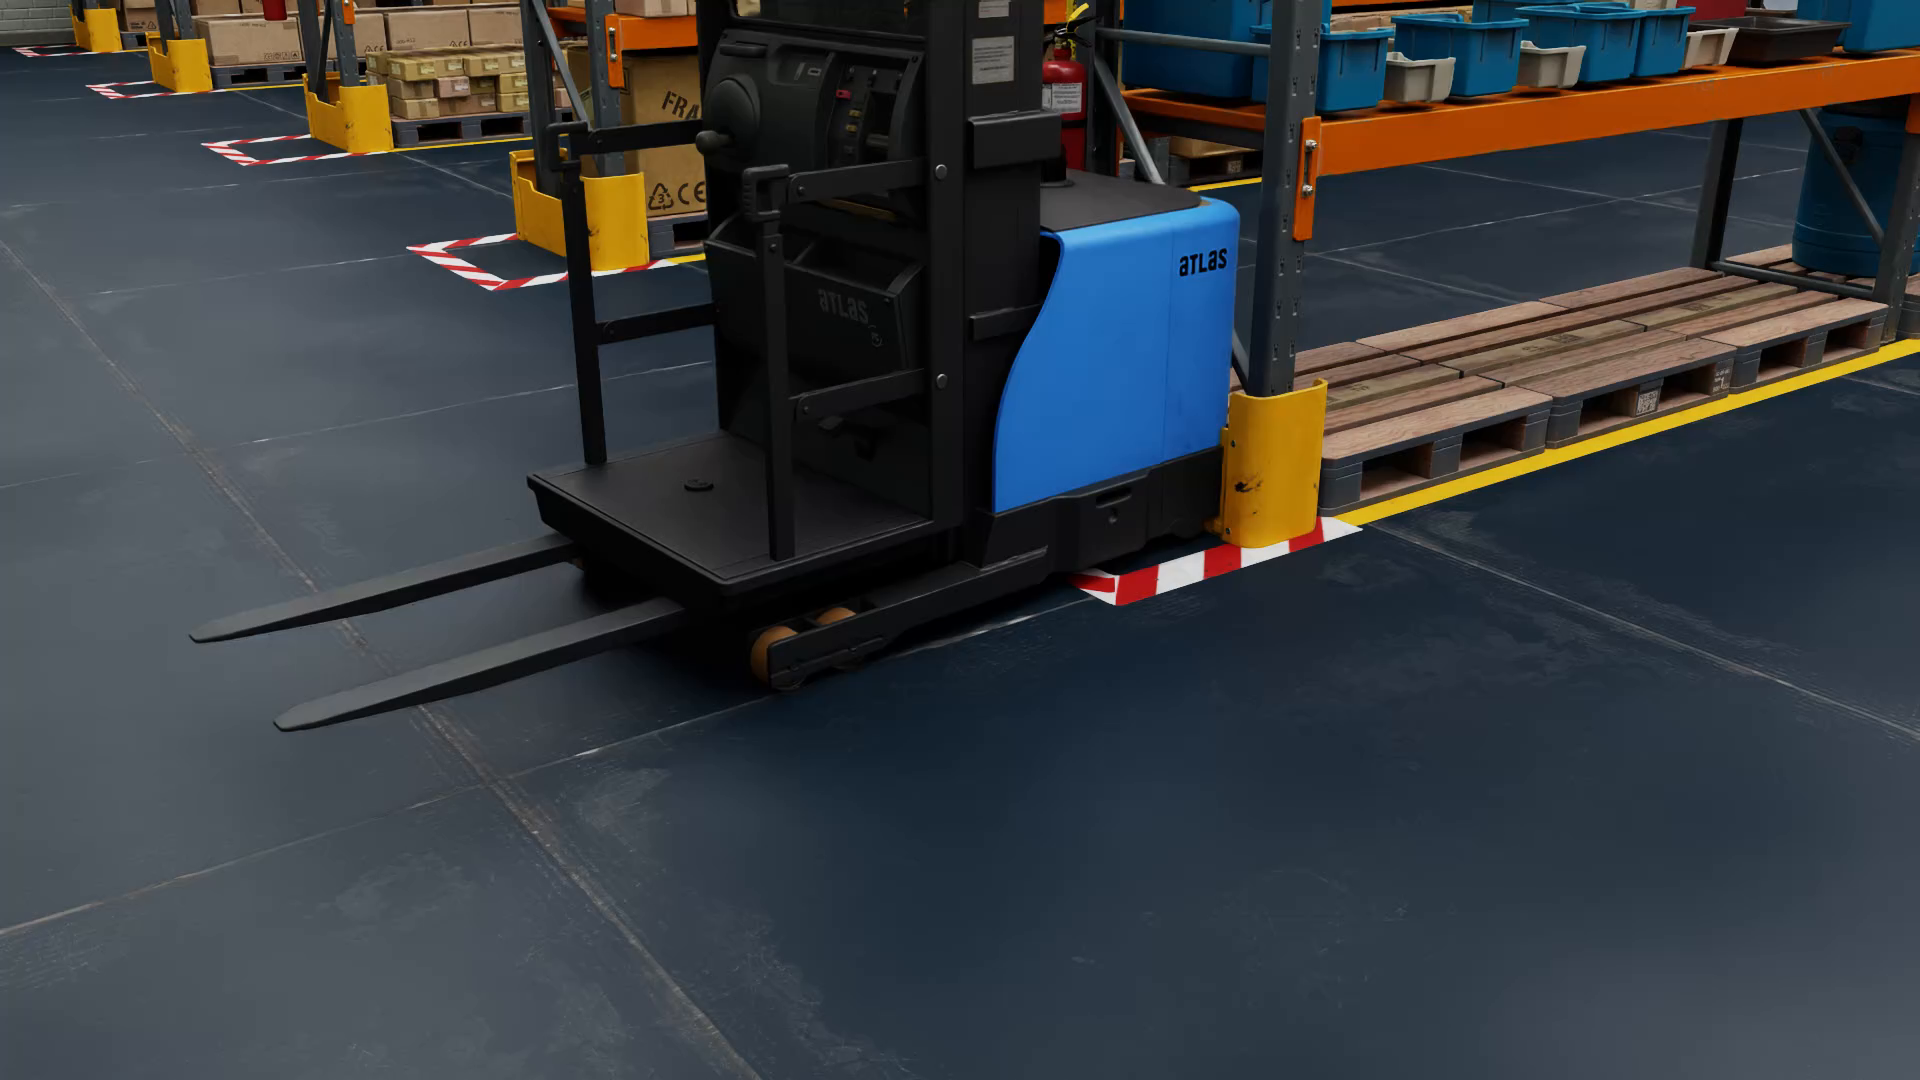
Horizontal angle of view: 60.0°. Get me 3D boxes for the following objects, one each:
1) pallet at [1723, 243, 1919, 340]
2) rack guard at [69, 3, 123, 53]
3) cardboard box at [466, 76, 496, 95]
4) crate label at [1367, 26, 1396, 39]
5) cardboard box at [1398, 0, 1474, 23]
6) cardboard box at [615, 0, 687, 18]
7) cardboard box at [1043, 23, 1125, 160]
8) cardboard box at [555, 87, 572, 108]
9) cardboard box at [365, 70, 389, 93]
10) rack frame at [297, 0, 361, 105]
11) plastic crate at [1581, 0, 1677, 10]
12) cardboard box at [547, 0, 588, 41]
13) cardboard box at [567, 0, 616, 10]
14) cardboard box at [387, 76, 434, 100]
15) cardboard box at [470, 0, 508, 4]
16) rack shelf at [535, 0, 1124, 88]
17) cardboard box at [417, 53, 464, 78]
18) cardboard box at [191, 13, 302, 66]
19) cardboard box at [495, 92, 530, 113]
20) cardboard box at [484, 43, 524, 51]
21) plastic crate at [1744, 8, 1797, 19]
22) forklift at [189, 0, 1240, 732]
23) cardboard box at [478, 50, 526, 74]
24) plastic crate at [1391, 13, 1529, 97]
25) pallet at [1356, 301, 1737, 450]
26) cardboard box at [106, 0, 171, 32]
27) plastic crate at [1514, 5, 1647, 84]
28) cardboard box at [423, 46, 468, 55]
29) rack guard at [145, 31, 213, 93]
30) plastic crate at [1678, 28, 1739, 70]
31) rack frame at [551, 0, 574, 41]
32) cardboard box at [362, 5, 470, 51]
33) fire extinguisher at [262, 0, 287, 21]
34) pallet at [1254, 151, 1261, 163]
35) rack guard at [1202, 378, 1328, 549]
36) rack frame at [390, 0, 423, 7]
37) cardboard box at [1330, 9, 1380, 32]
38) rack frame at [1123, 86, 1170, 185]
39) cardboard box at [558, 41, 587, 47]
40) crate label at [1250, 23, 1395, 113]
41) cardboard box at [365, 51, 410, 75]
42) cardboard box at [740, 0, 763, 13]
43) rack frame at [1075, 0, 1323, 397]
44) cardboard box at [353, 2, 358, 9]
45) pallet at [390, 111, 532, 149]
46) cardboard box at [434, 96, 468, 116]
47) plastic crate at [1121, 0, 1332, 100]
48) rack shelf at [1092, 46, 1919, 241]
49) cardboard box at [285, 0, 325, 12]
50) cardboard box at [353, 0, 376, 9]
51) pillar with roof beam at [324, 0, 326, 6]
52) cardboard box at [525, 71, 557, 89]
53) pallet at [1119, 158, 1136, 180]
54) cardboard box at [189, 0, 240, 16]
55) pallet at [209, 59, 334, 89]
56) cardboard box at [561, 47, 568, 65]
[{"bbox_3d":[4.629,-1.303,8.377,1.213,0.211,1.003,-15,26,-33],"label":"pallet"},{"bbox_3d":[-10.789,-6.397,20.753,0.348,0.500,1.175,-15,26,-33],"label":"rack guard"},{"bbox_3d":[-3.998,-3.749,13.623,0.250,0.149,0.380,-15,26,-32],"label":"cardboard box"},{"bbox_3d":[1.743,-1.840,6.235,0.243,0.136,0.396,-15,26,-33],"label":"crate label"},{"bbox_3d":[3.760,-3.865,13.334,0.875,0.875,1.225,-16,27,-35],"label":"cardboard box"},{"bbox_3d":[-1.680,-2.929,9.027,0.250,0.149,0.380,-15,26,-32],"label":"cardboard box"},{"bbox_3d":[0.503,-3.023,11.225,0.875,0.875,0.875,-15,26,-33],"label":"cardboard box"},{"bbox_3d":[-3.325,-3.741,14.004,0.250,0.149,0.380,-16,27,-35],"label":"cardboard box"},{"bbox_3d":[-4.714,-3.791,13.728,0.250,0.149,0.380,-16,27,-34],"label":"cardboard box"},{"bbox_3d":[-4.976,-4.582,12.831,0.127,3.000,1.000,-15,26,-33],"label":"rack frame"},{"bbox_3d":[2.631,-2.141,6.794,0.530,0.282,0.437,-15,26,-33],"label":"plastic crate"},{"bbox_3d":[-4.245,-6.281,19.391,0.875,0.875,0.875,-14,26,-31],"label":"cardboard box"},{"bbox_3d":[-2.064,-3.127,9.525,0.250,0.149,0.380,-14,26,-32],"label":"cardboard box"},{"bbox_3d":[-4.401,-3.627,13.318,0.250,0.149,0.380,-14,26,-31],"label":"cardboard box"},{"bbox_3d":[-6.653,-7.597,23.193,0.500,0.500,0.500,-15,26,-34],"label":"cardboard box"},{"bbox_3d":[-0.538,-3.167,10.255,4.000,0.370,1.077,-15,26,-33],"label":"rack shelf"},{"bbox_3d":[-4.199,-3.836,13.440,0.250,0.149,0.380,-14,26,-32],"label":"cardboard box"},{"bbox_3d":[-7.471,-5.227,17.339,0.875,0.438,0.875,-16,27,-35],"label":"cardboard box"},{"bbox_3d":[-3.730,-3.629,13.724,0.250,0.149,0.380,-15,26,-32],"label":"cardboard box"},{"bbox_3d":[-3.888,-4.163,14.260,0.250,0.149,0.380,-14,26,-31],"label":"cardboard box"},{"bbox_3d":[3.517,-2.291,7.366,0.243,0.136,0.396,-15,26,-33],"label":"plastic crate"},{"bbox_3d":[-0.576,-1.184,4.408,3.031,2.935,1.130,-17,28,-37],"label":"forklift"},{"bbox_3d":[-3.766,-3.931,13.677,0.250,0.149,0.380,-16,27,-35],"label":"cardboard box"},{"bbox_3d":[1.659,-1.625,5.566,0.300,0.233,0.416,-15,26,-33],"label":"plastic crate"},{"bbox_3d":[2.413,-0.712,6.896,1.213,0.211,1.003,-15,26,-33],"label":"pallet"},{"bbox_3d":[-10.299,-6.681,20.894,0.637,0.503,0.797,-16,27,-35],"label":"cardboard box"},{"bbox_3d":[2.193,-1.767,5.923,0.300,0.233,0.416,-15,26,-33],"label":"plastic crate"},{"bbox_3d":[-4.321,-4.051,13.979,0.250,0.149,0.380,-16,27,-34],"label":"cardboard box"},{"bbox_3d":[-7.968,-4.883,16.959,0.348,0.500,1.175,-15,26,-33],"label":"rack guard"},{"bbox_3d":[2.740,-1.882,6.339,0.466,0.136,0.293,-15,26,-33],"label":"plastic crate"},{"bbox_3d":[-4.702,-6.915,18.678,0.127,3.000,1.000,-15,26,-33],"label":"rack frame"},{"bbox_3d":[-6.000,-5.622,18.330,0.875,0.438,0.875,-16,27,-34],"label":"cardboard box"},{"bbox_3d":[-5.450,-4.457,13.126,0.183,0.674,0.296,-15,26,-33],"label":"fire extinguisher"},{"bbox_3d":[2.659,-3.094,12.865,1.213,0.211,1.003,-15,26,-33],"label":"pallet"},{"bbox_3d":[0.720,-0.408,5.743,0.348,0.500,1.175,-15,26,-33],"label":"rack guard"},{"bbox_3d":[-7.604,-8.408,22.419,0.127,3.000,1.000,-15,26,-33],"label":"rack frame"},{"bbox_3d":[2.319,-3.480,12.370,0.875,0.875,1.225,-16,27,-35],"label":"cardboard box"},{"bbox_3d":[1.086,-3.934,11.207,0.127,3.000,1.000,-15,26,-33],"label":"rack frame"},{"bbox_3d":[-3.413,-4.252,14.482,0.250,0.149,0.380,-15,26,-33],"label":"cardboard box"},{"bbox_3d":[1.124,-1.482,5.209,0.303,0.233,0.416,-15,26,-33],"label":"crate label"},{"bbox_3d":[-4.694,-3.920,13.650,0.250,0.149,0.380,-15,26,-32],"label":"cardboard box"},{"bbox_3d":[-1.265,-3.040,9.307,0.250,0.149,0.380,-16,27,-34],"label":"cardboard box"},{"bbox_3d":[0.731,-1.578,5.303,0.127,3.000,1.000,-15,26,-33],"label":"rack frame"},{"bbox_3d":[-8.174,-7.046,22.130,0.258,0.266,0.396,-14,26,-31],"label":"cardboard box"},{"bbox_3d":[-4.234,-3.468,13.803,1.213,0.211,1.003,-15,26,-33],"label":"pallet"},{"bbox_3d":[-4.199,-3.551,13.529,0.250,0.149,0.380,-15,26,-33],"label":"cardboard box"},{"bbox_3d":[0.894,-1.751,5.608,0.499,0.435,0.616,-15,26,-33],"label":"plastic crate"},{"bbox_3d":[2.355,-1.677,6.521,4.000,0.370,1.077,-15,26,-33],"label":"rack shelf"},{"bbox_3d":[-8.740,-7.078,21.892,0.500,0.500,0.700,-16,27,-35],"label":"cardboard box"},{"bbox_3d":[-8.278,-7.282,22.659,0.500,0.311,0.500,-14,26,-31],"label":"cardboard box"},{"bbox_3d":[-6.181,-10.019,18.363,0.400,9.000,9.100,-15,26,-33],"label":"pillar with roof beam"},{"bbox_3d":[-3.567,-3.858,13.896,0.250,0.149,0.380,-16,27,-35],"label":"cardboard box"},{"bbox_3d":[0.423,-2.497,11.370,1.213,0.211,1.003,-15,26,-33],"label":"pallet"},{"bbox_3d":[-9.582,-6.853,21.329,0.500,0.500,0.700,-14,26,-31],"label":"cardboard box"},{"bbox_3d":[-7.345,-4.951,17.518,1.213,0.211,1.003,-15,26,-33],"label":"pallet"},{"bbox_3d":[-3.295,-4.031,13.929,0.250,0.149,0.380,-14,26,-32],"label":"cardboard box"}]
